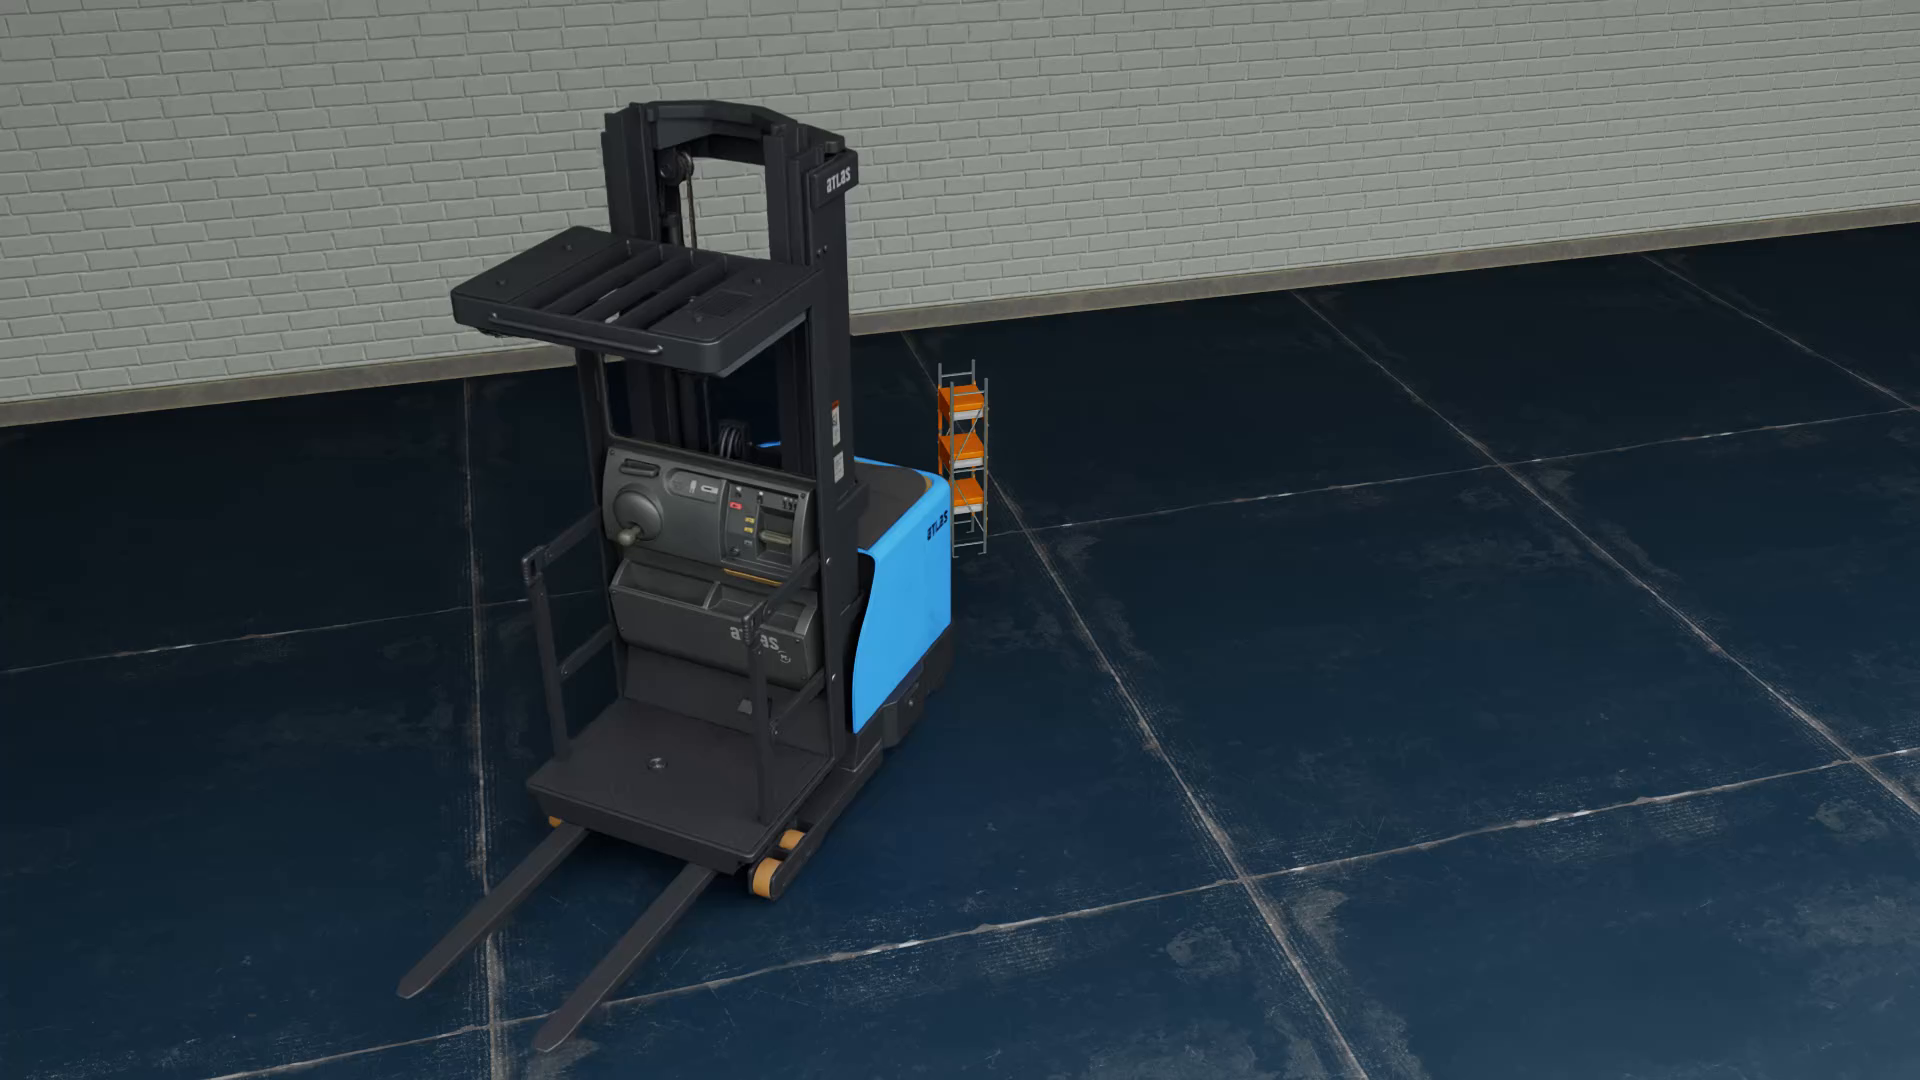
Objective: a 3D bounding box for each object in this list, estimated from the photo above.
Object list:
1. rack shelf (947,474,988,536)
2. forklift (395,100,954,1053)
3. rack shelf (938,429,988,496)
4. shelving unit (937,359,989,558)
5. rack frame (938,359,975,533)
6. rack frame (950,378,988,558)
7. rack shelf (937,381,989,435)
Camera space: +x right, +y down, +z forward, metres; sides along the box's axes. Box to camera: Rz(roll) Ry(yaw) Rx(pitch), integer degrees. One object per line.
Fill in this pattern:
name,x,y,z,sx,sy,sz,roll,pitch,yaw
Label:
rack shelf,0.014,-0.179,9.087,0.215,0.259,0.240,-8,31,-13
forklift,-1.101,-0.063,6.432,1.130,2.935,3.031,13,32,21
rack shelf,0.014,-0.419,8.948,0.215,0.259,0.240,-8,31,-13
shelving unit,0.014,-0.429,8.942,0.215,1.050,0.252,-8,31,-13
rack frame,-0.018,-0.487,9.044,0.200,1.050,0.008,-8,31,-13
rack frame,0.047,-0.370,8.841,0.200,1.050,0.008,-8,31,-13
rack shelf,0.014,-0.665,8.806,0.215,0.259,0.240,-8,31,-13
